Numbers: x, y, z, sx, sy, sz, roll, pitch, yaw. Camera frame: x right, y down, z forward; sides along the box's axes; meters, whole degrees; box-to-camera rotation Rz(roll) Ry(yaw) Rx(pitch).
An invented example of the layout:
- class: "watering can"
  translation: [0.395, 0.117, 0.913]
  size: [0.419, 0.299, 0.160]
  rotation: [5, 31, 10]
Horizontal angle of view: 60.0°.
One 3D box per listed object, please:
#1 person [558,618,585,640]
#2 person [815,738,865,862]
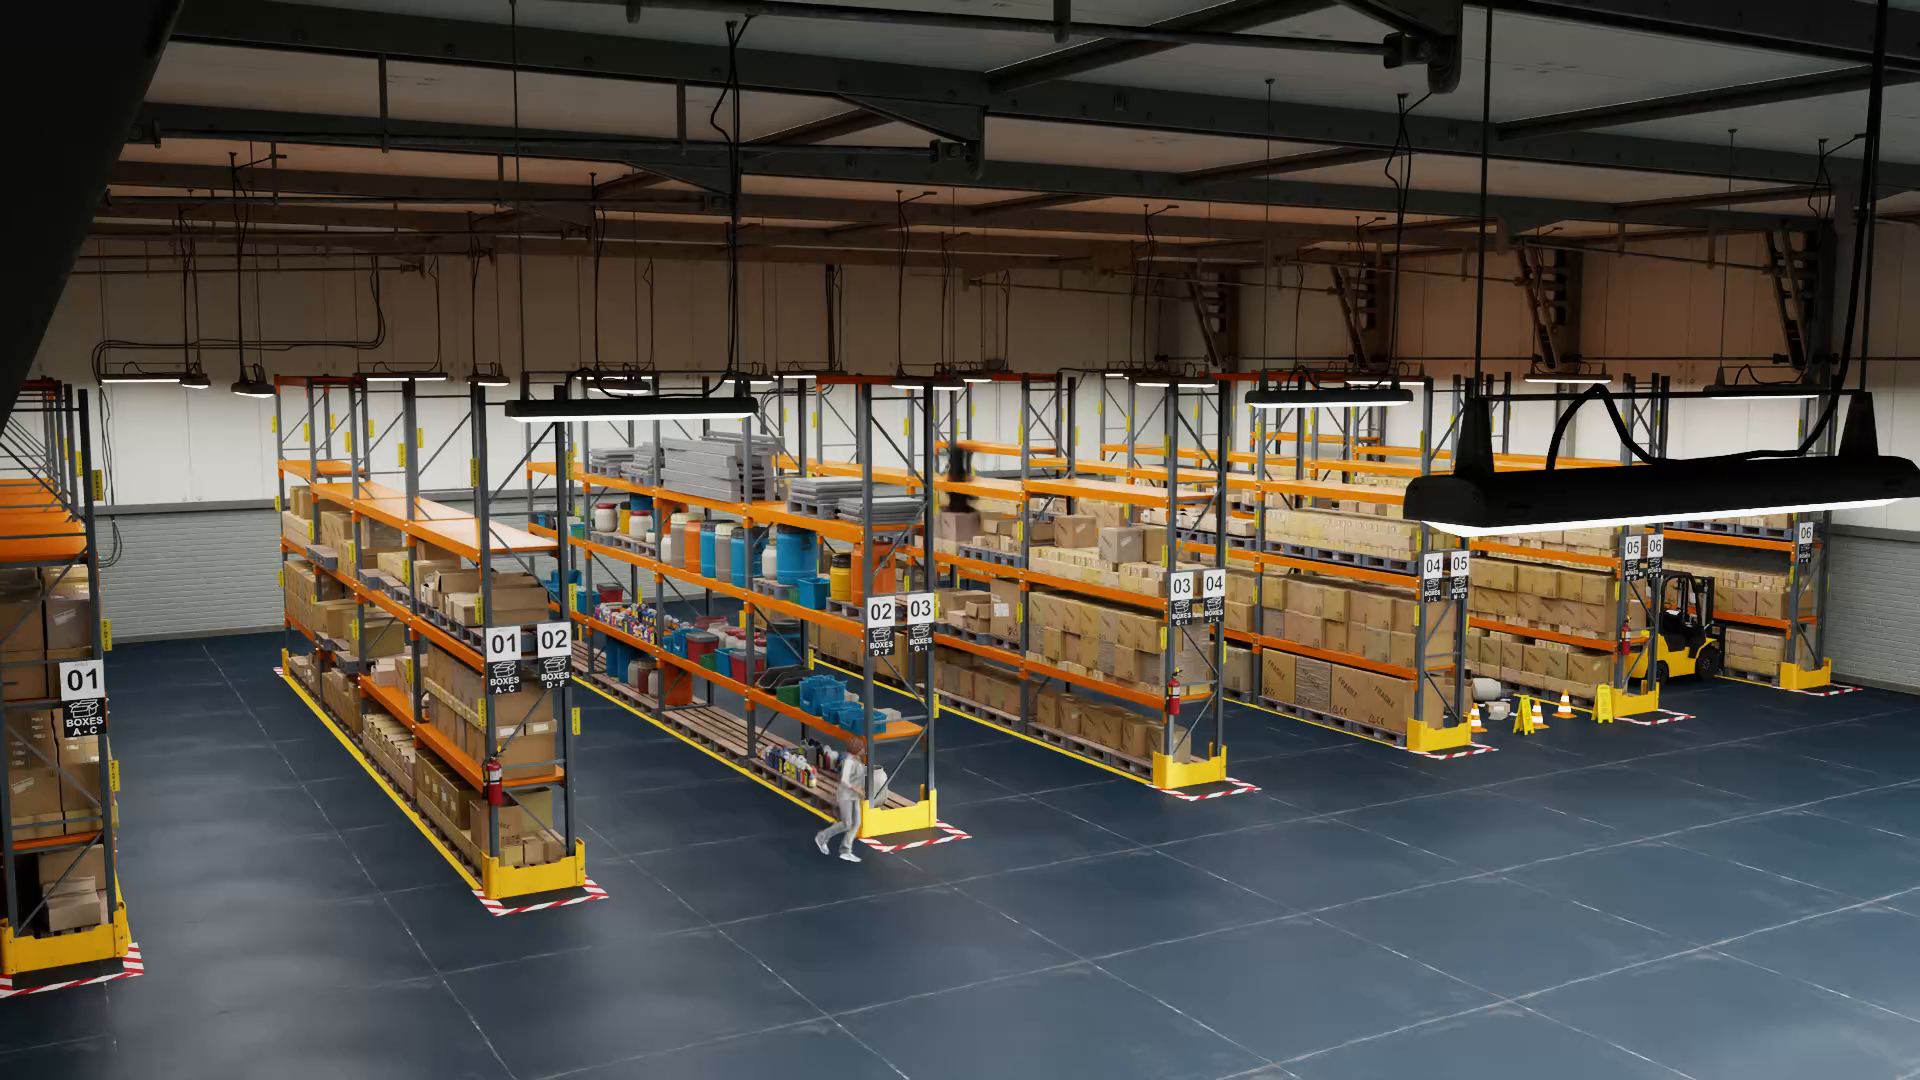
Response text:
- class: "person"
  translation: [-8.844, 1.466, 37.245]
  size: [0.745, 1.595, 0.629]
  rotation: [1, 6, 5]
- class: "person"
  translation: [-1.513, 3.264, 21.065]
  size: [0.640, 1.574, 0.553]
  rotation: [2, 7, 16]
